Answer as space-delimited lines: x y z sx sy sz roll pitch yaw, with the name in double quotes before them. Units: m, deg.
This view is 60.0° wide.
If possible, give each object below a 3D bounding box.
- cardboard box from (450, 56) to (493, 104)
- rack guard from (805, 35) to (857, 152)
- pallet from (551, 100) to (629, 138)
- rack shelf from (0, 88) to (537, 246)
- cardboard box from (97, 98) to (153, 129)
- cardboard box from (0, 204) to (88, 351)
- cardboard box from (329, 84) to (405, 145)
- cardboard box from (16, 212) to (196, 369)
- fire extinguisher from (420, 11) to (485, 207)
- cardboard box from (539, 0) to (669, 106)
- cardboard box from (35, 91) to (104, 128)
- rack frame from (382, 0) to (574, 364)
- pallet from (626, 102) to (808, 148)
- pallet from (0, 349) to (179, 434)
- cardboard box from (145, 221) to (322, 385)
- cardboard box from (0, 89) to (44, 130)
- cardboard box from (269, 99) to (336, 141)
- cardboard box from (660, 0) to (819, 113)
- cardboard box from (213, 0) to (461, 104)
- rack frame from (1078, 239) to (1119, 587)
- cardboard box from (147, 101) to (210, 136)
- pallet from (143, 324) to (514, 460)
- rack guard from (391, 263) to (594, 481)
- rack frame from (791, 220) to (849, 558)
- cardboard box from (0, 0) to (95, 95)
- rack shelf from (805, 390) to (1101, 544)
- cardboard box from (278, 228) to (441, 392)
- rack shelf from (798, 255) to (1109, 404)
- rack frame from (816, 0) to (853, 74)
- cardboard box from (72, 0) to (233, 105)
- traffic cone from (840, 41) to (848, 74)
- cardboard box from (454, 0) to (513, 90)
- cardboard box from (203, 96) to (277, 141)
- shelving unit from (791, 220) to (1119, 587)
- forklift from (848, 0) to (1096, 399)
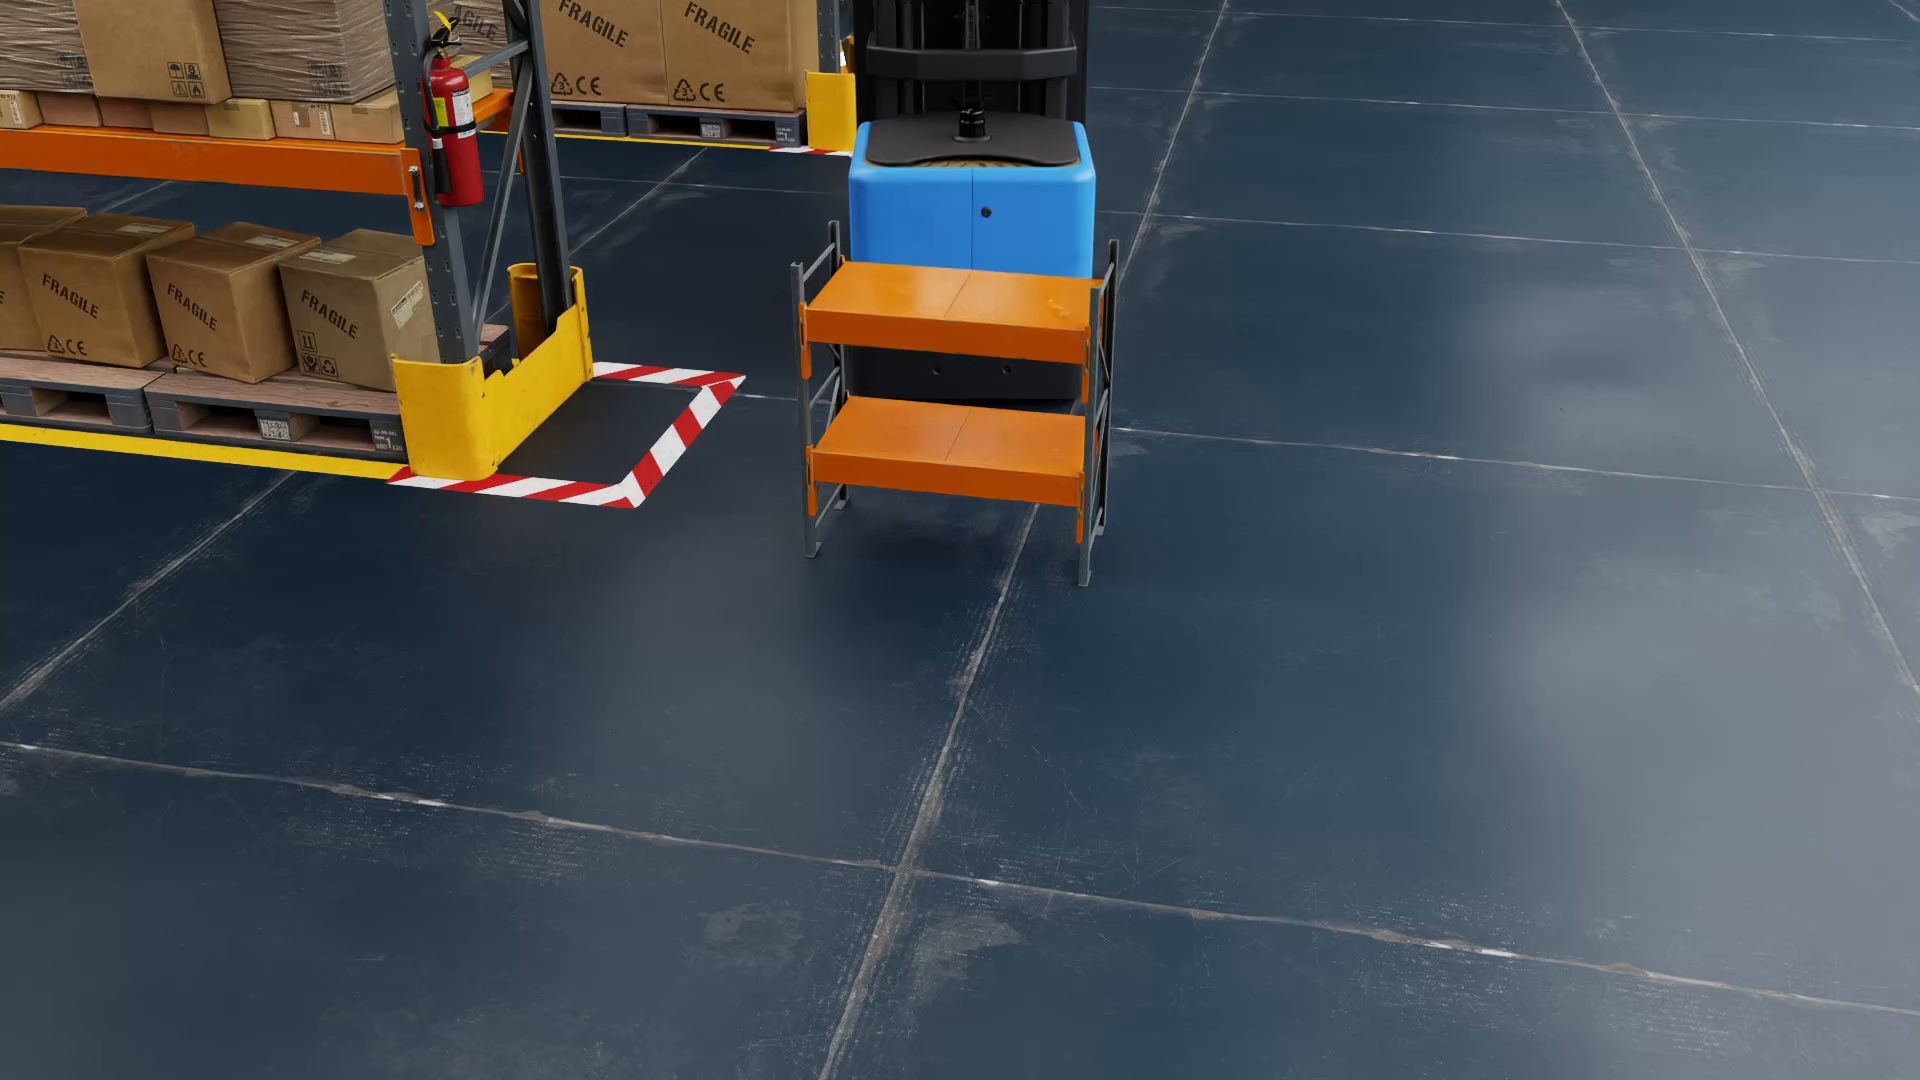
"cardboard box" -2.113 -1.860 6.785 0.250 0.149 0.380 6 29 11
"rack guard" -0.726 -3.050 11.301 0.348 0.500 1.175 6 29 11
"pallet" -2.737 -3.093 11.679 1.213 0.211 1.003 6 29 11
"rack shelf" -3.840 -1.715 7.008 4.000 0.370 1.077 6 29 11
"cardboard box" -3.182 -1.754 6.592 0.250 0.149 0.380 6 29 11
"cardboard box" -4.227 -1.180 7.448 0.500 0.500 0.500 3 29 6
"cardboard box" -2.206 -1.651 6.404 0.250 0.149 0.380 6 29 11
"cardboard box" -3.691 -1.103 7.308 0.500 0.500 0.500 9 30 15
"fire extinguisher" -1.868 -1.568 6.071 0.183 0.674 0.296 6 29 11
"cardboard box" -2.287 -3.525 11.341 0.875 0.875 0.875 5 29 10
"cardboard box" -3.431 -1.769 6.619 0.250 0.149 0.380 6 29 11
"rack frame" -1.884 -1.830 6.468 0.127 3.000 1.000 6 29 11
"pallet" -1.547 -2.969 11.454 1.213 0.211 1.003 6 29 11
"pallet" -3.935 -0.836 7.557 1.213 0.211 1.003 6 29 11
"cardboard box" -3.083 -1.032 7.177 0.500 0.500 0.500 14 32 24
"cardboard box" -3.694 -1.752 6.589 0.250 0.149 0.380 6 29 11
"cardboard box" -2.450 -1.676 6.450 0.250 0.149 0.380 6 29 11
"cardboard box" -1.426 -3.438 11.182 0.875 0.875 0.875 6 29 11
"cardboard box" -2.416 -2.072 6.497 0.500 0.500 0.875 6 29 11
"rack frame" 0.491 -0.443 5.888 0.032 1.125 0.500 6 29 11
"cardboard box" -2.946 -1.710 6.511 0.250 0.149 0.380 6 29 11
"pallet" -2.745 -0.712 7.331 1.213 0.211 1.003 6 29 11
"rack guard" -1.958 -0.741 7.083 0.348 0.500 1.175 6 29 11
"rack frame" -0.504 -0.545 6.074 0.032 1.125 0.500 6 29 11
"cardboard box" -3.410 -2.136 6.615 0.500 0.500 0.875 6 29 11
"rack shelf" -0.007 -0.280 6.099 1.000 0.278 0.538 6 29 11
"cardboard box" -2.491 -0.988 7.097 0.500 0.500 0.500 11 31 20
"rack shelf" -0.007 -0.751 5.841 1.000 0.278 0.538 6 29 11
"rack frame" -0.749 -4.149 10.705 0.127 3.000 1.000 6 29 11
"cardboard box" -2.930 -2.066 6.486 0.500 0.500 0.875 6 29 11
"traffic cone" -0.972 -3.756 12.629 0.334 0.463 0.336 6 29 11
"cardboard box" -3.178 -3.618 11.510 0.875 0.875 0.875 6 29 11
"cardboard box" -2.705 -1.677 6.452 0.250 0.149 0.380 6 29 11
"shelving unit" -0.007 -0.494 5.981 1.048 1.125 0.538 6 29 11
"forklift" 0.051 -2.561 7.875 1.130 2.935 3.031 0 29 0
